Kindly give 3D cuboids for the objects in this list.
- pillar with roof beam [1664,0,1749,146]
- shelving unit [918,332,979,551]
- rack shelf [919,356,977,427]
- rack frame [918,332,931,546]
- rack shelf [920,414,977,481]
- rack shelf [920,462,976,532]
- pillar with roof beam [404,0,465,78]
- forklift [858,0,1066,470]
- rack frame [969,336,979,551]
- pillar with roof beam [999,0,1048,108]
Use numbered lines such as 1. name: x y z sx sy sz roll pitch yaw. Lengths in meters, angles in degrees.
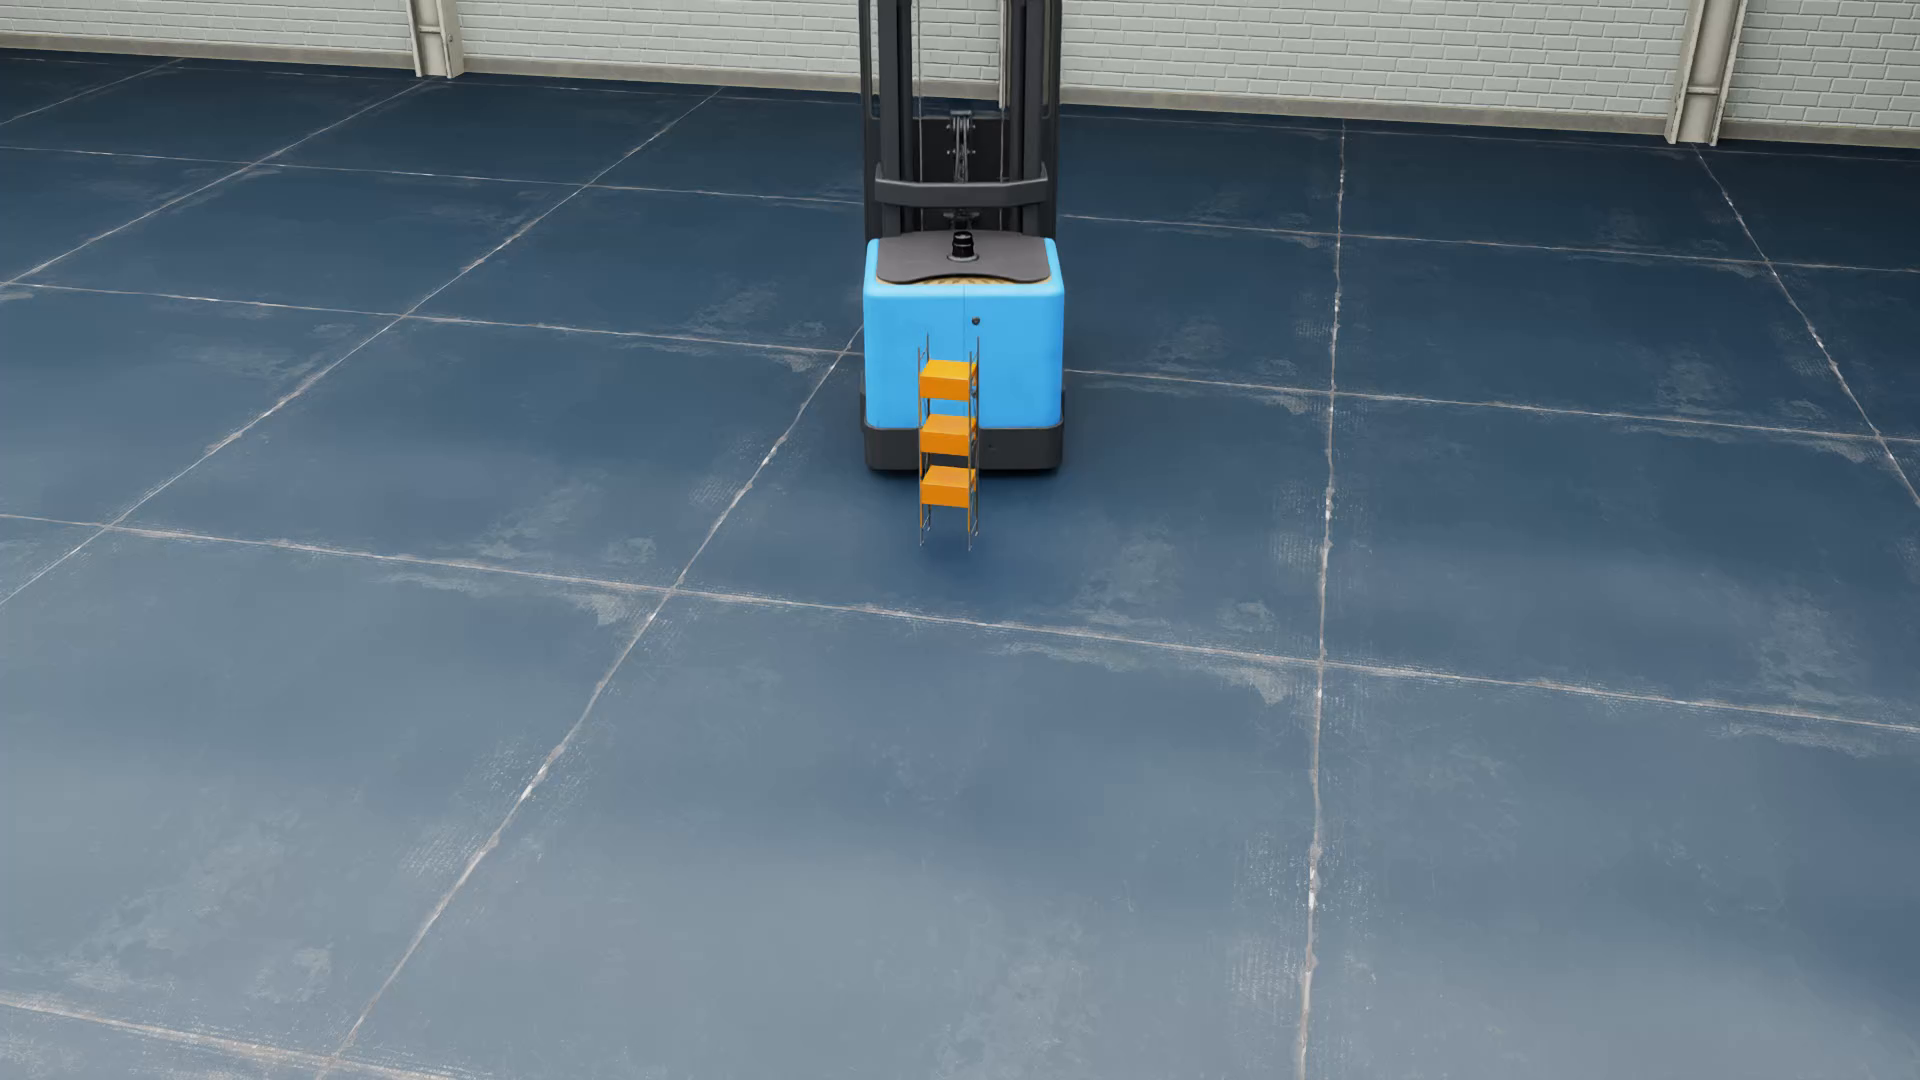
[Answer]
1. pillar with roof beam: 5.559 -5.465 8.862 0.400 9.000 9.100 6 29 11
2. shelving unit: -0.052 -0.466 8.008 0.252 1.050 0.215 6 29 11
3. rack shelf: -0.052 -0.705 7.877 0.240 0.259 0.215 6 29 11
4. rack frame: -0.172 -0.478 8.030 0.008 1.050 0.200 6 29 11
5. rack shelf: -0.052 -0.457 8.013 0.240 0.259 0.215 6 29 11
6. rack shelf: -0.052 -0.213 8.146 0.240 0.259 0.215 6 29 11
7. pillar with roof beam: -6.176 -6.669 11.060 0.400 9.000 9.100 6 29 11
8. forklift: -0.003 -2.321 9.437 1.130 2.935 3.031 0 29 -1
9. rack frame: 0.067 -0.454 7.985 0.008 1.050 0.200 6 29 11
10. pillar with roof beam: -0.308 -6.067 9.961 0.400 9.000 9.100 6 29 11
